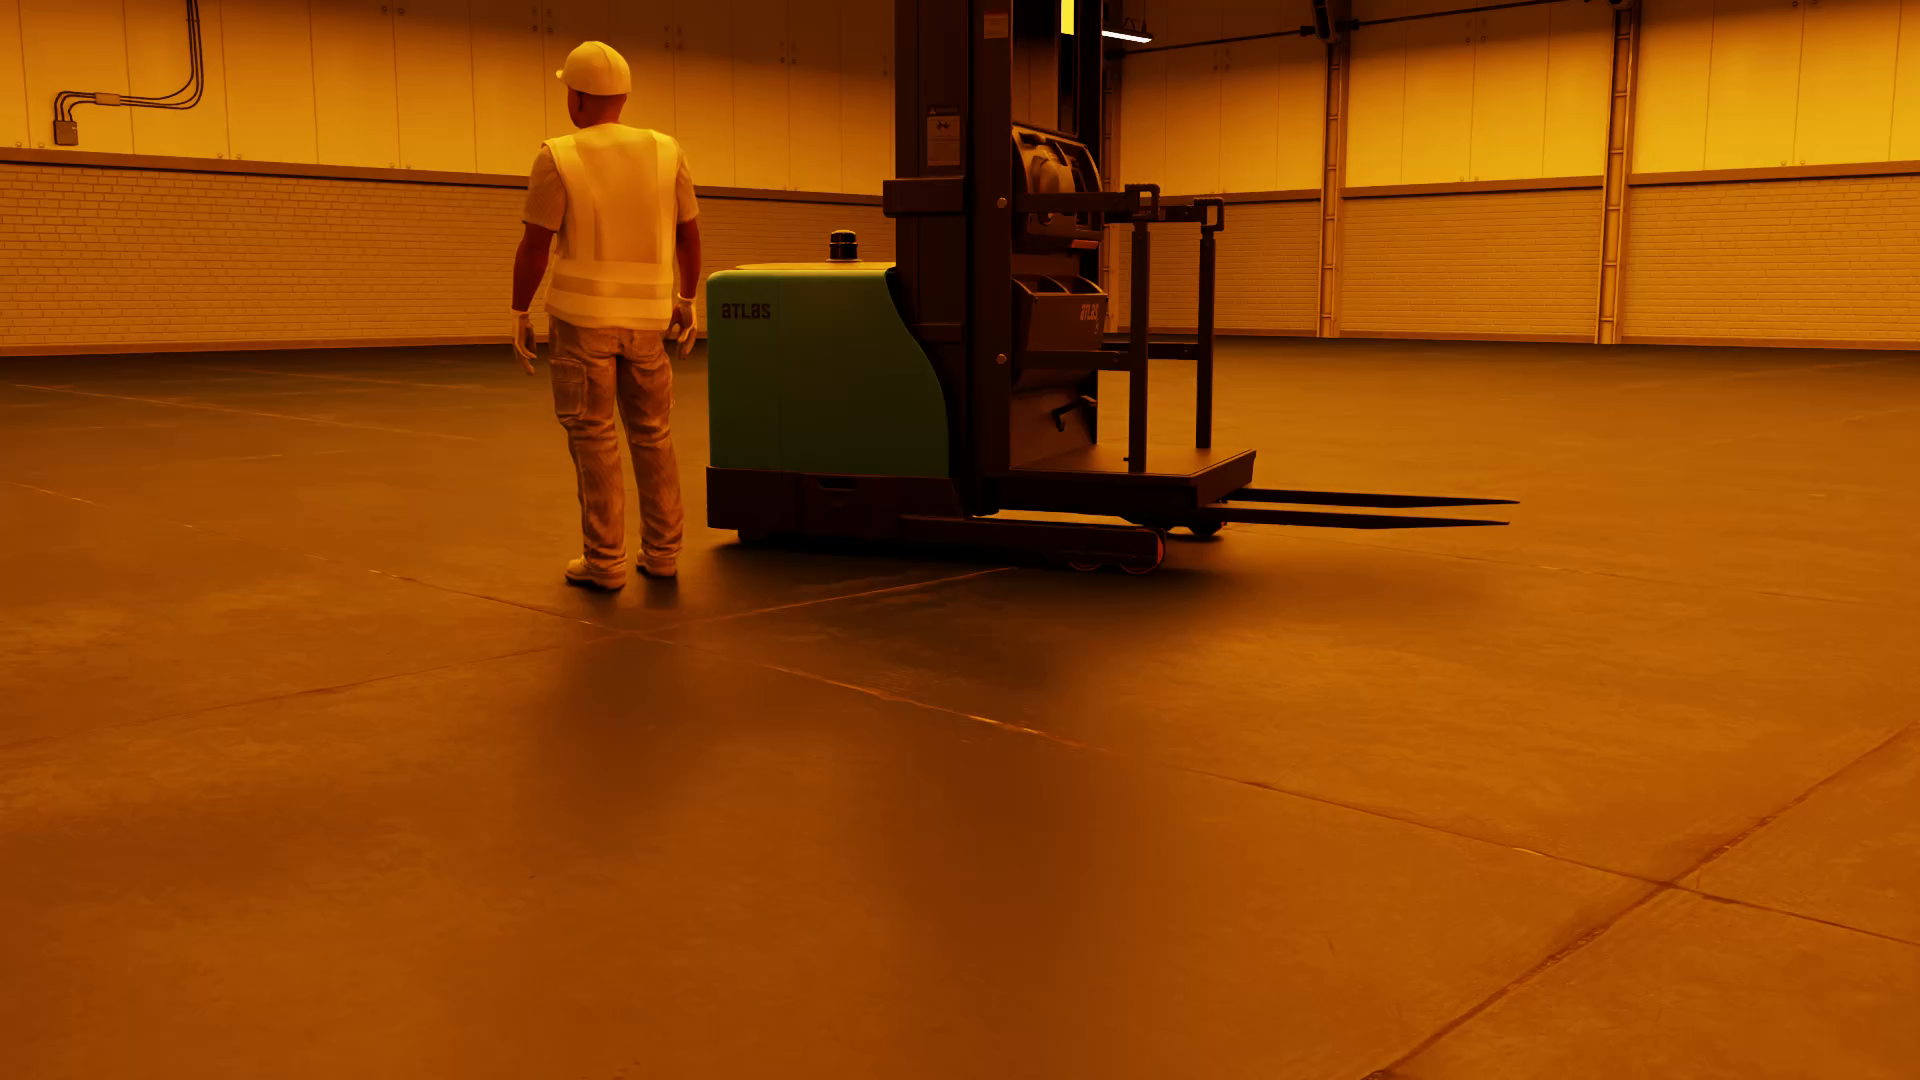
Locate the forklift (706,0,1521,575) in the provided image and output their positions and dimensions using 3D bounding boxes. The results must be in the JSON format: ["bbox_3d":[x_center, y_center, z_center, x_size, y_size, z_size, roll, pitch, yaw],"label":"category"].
[{"bbox_3d":[0.565,-1.416,6.275,3.031,2.935,1.130,3,9,22],"label":"forklift"}]

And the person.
[{"bbox_3d":[-1.206,-0.737,5.591,0.659,1.786,0.564,-6,10,-35],"label":"person"}]
